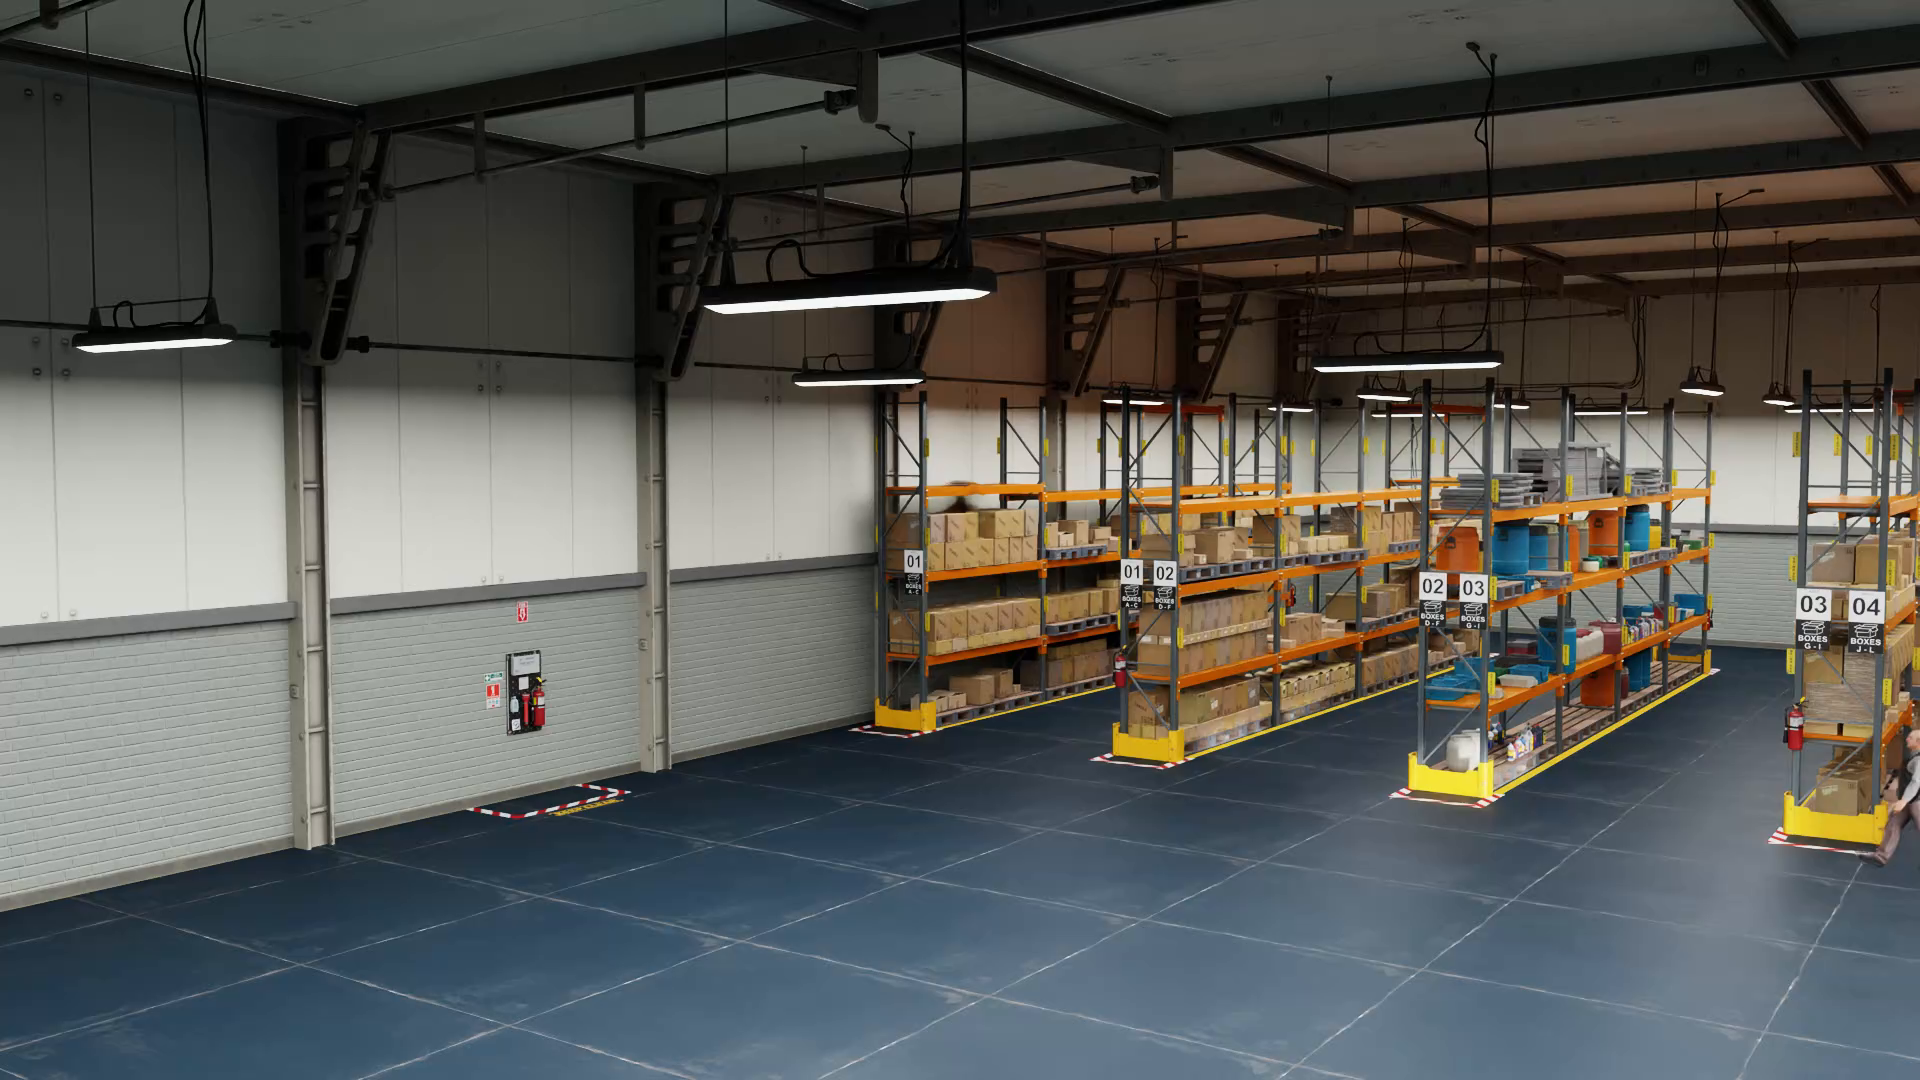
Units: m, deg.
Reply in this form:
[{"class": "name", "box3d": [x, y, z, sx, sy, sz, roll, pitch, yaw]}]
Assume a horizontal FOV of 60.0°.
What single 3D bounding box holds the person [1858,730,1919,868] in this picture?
[{"class": "person", "box3d": [11.195, 3.075, 19.562, 1.024, 1.680, 0.556, 1, 3, 19]}]
